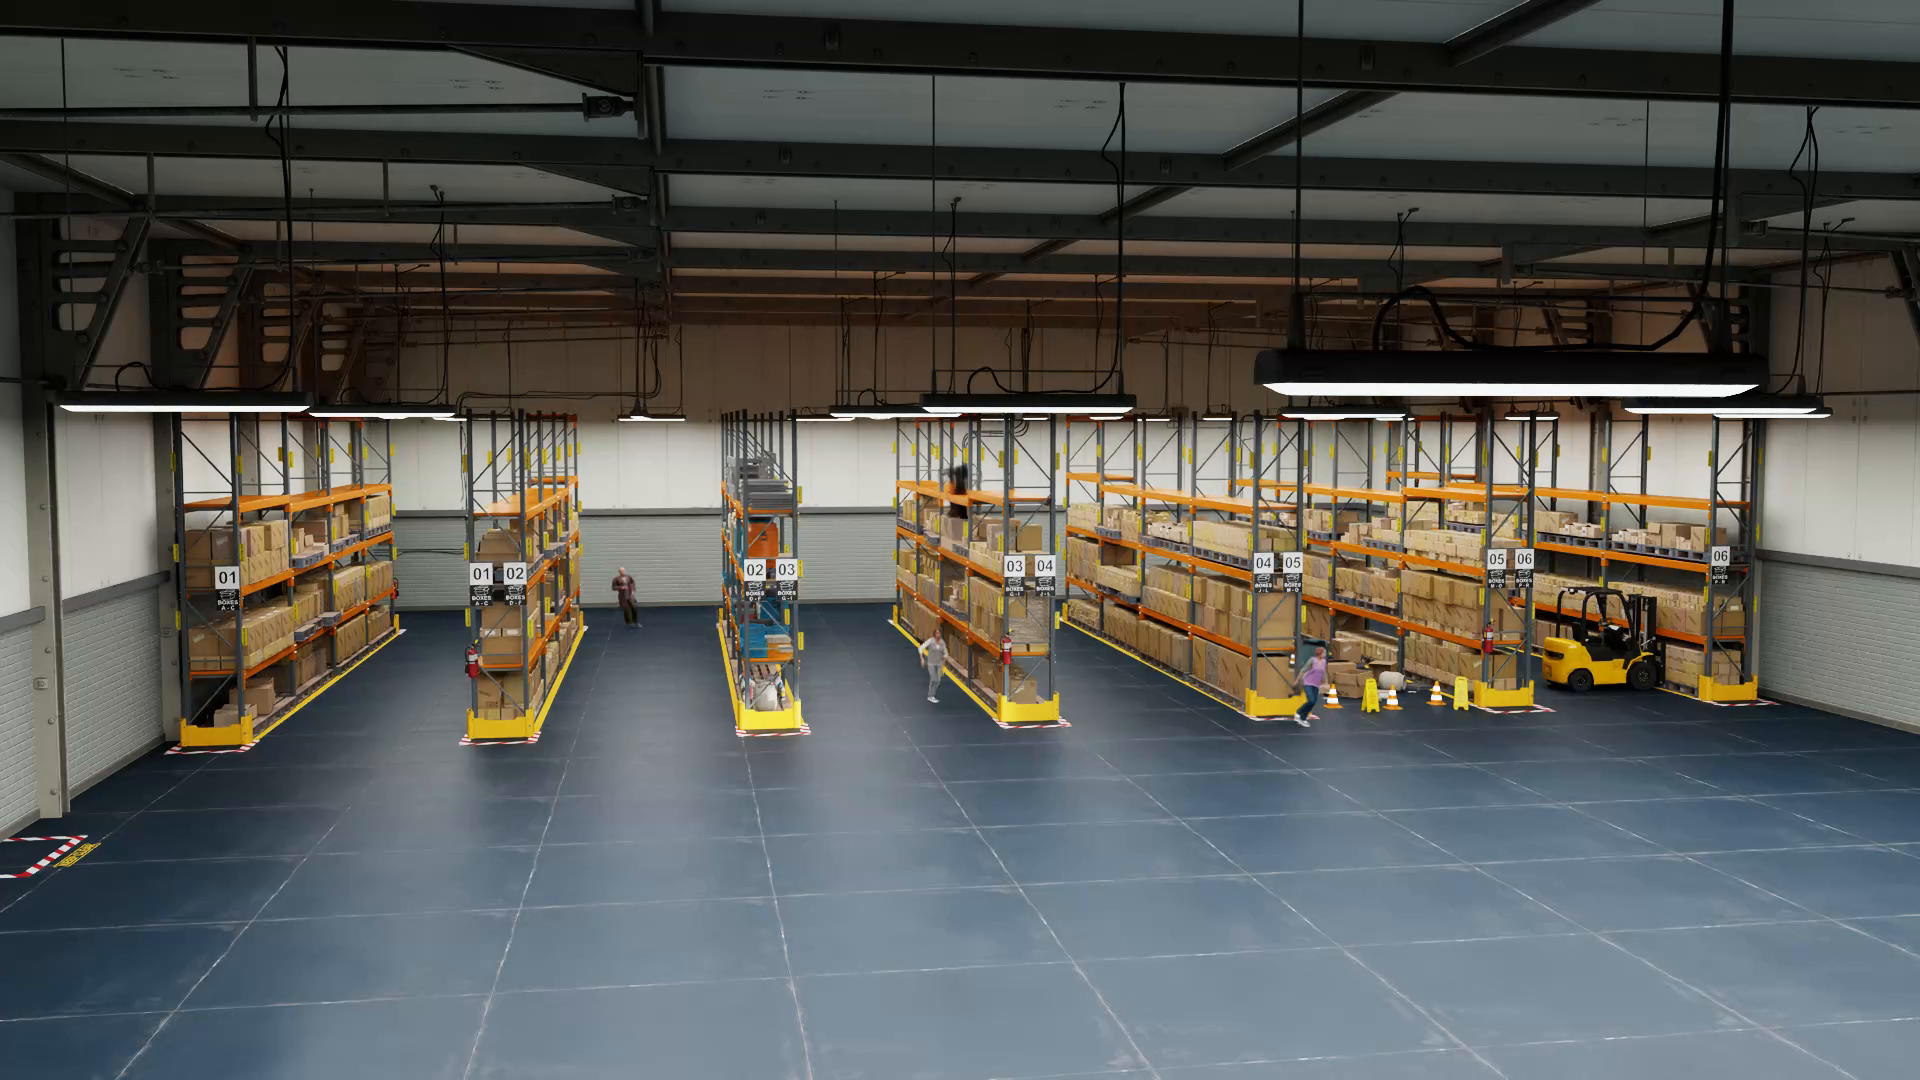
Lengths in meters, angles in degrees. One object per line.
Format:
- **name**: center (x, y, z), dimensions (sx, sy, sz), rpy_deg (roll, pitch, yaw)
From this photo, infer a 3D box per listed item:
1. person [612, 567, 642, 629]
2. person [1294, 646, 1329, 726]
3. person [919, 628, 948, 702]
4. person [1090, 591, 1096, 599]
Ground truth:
- **person**: center (-9.361, 1.661, 46.554), dimensions (0.820, 1.657, 0.740), rpy_deg (-2, 5, -28)
- **person**: center (6.649, 2.764, 31.453), dimensions (0.554, 1.545, 0.542), rpy_deg (-3, 5, -33)
- **person**: center (-0.530, 2.571, 34.127), dimensions (0.610, 1.554, 0.495), rpy_deg (-1, 4, -18)
- **person**: center (4.000, 1.422, 49.935), dimensions (0.769, 1.651, 0.715), rpy_deg (-2, 4, -26)
